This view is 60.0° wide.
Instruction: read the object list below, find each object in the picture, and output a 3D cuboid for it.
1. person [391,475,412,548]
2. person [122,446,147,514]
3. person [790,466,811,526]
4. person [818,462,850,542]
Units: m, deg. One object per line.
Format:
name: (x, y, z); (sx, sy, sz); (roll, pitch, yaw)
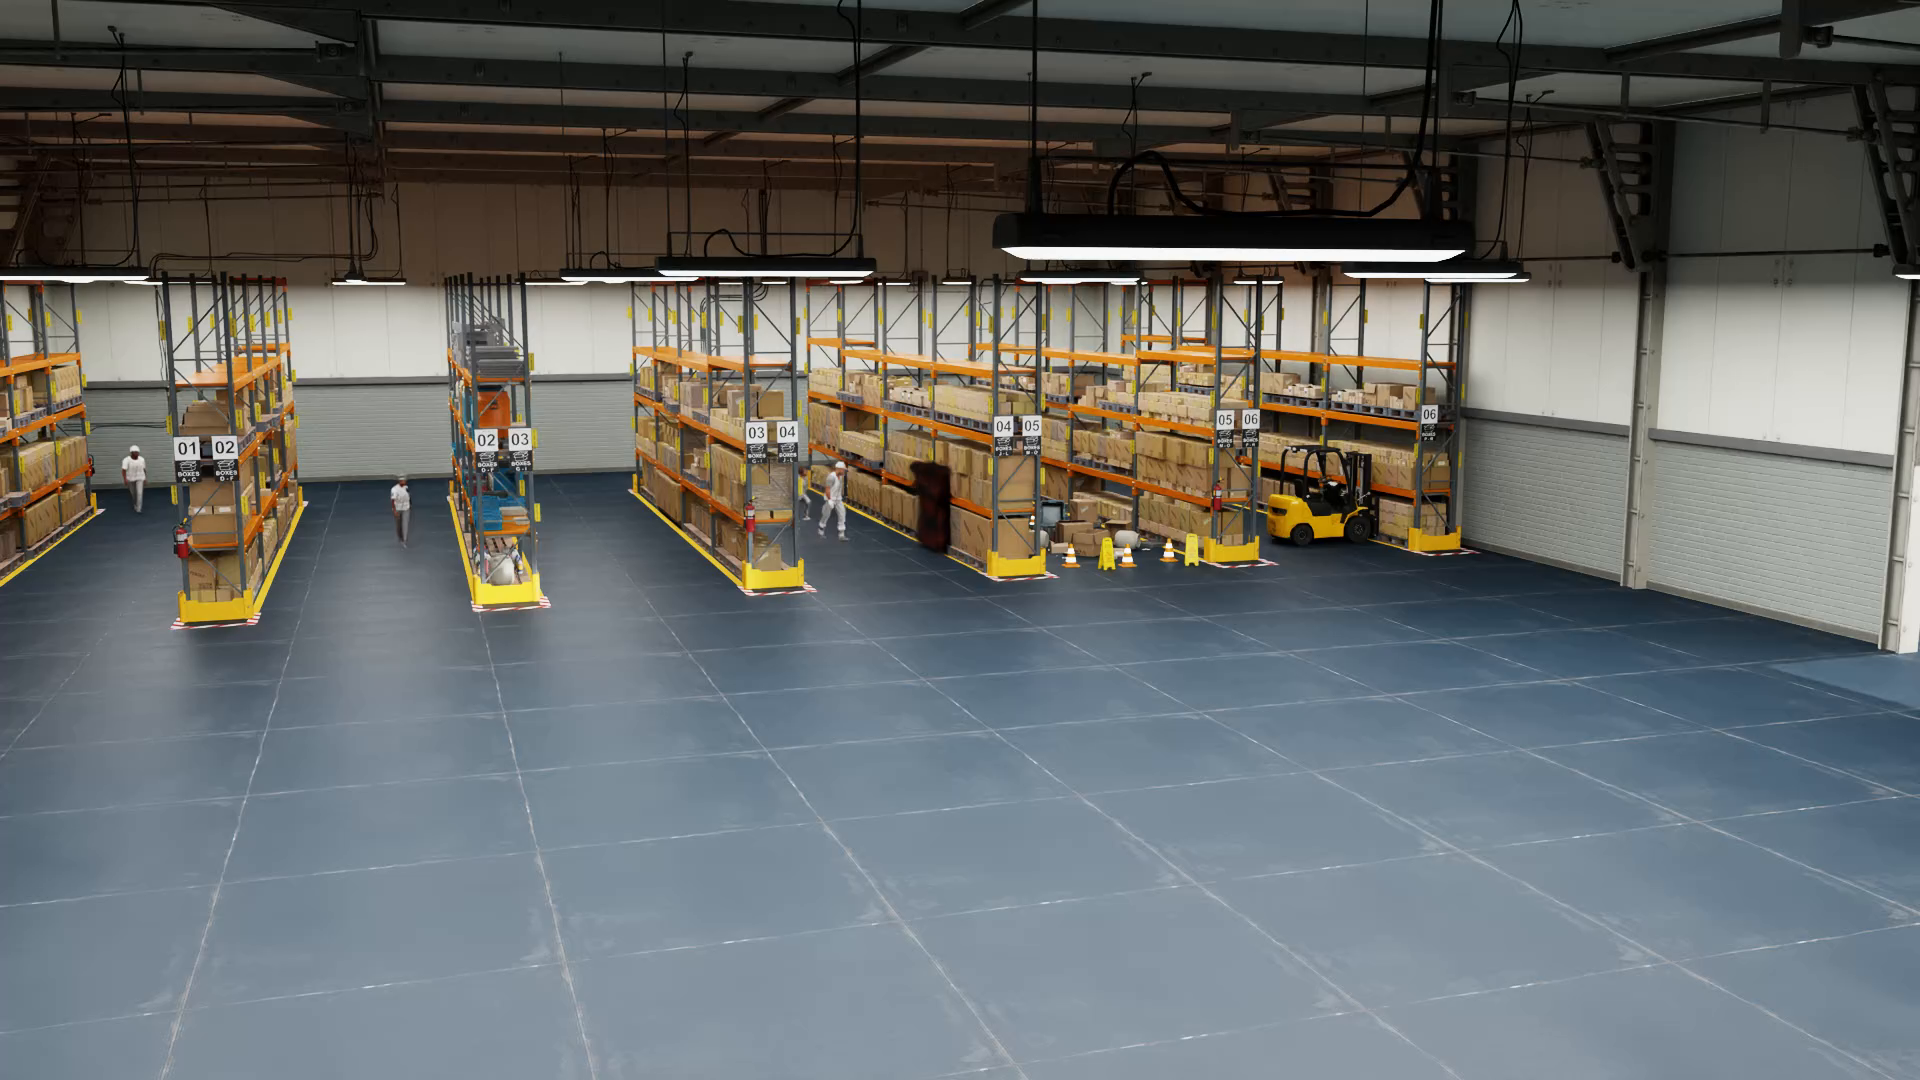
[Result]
person: (-12.421, -0.656, 37.027); (0.422, 1.627, 0.928); (-2, 9, -13)
person: (-21.167, -1.546, 42.621); (0.507, 1.731, 1.022); (-2, 9, -14)
person: (-3.793, -1.001, 39.383); (0.411, 1.428, 0.895); (-4, 10, -26)
person: (-2.729, -0.835, 35.991); (0.528, 1.729, 0.989); (-5, 10, -31)
